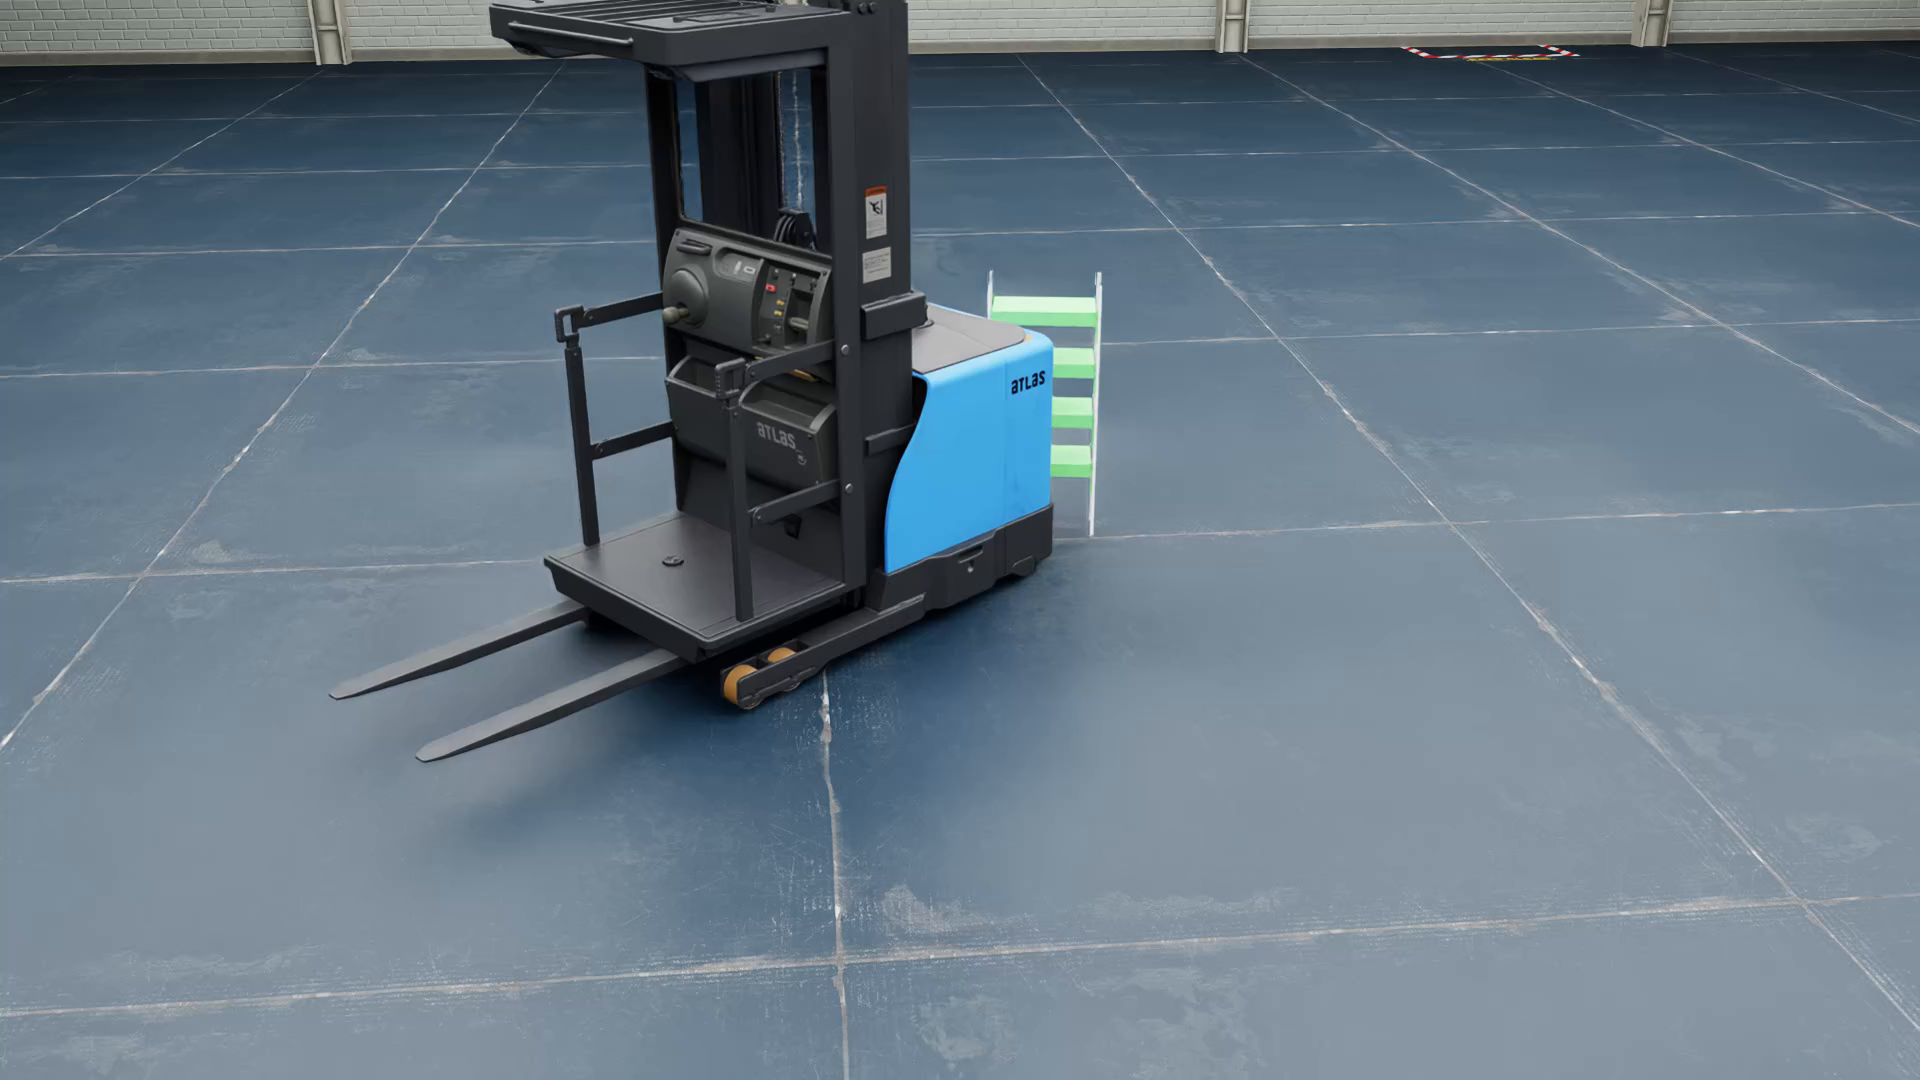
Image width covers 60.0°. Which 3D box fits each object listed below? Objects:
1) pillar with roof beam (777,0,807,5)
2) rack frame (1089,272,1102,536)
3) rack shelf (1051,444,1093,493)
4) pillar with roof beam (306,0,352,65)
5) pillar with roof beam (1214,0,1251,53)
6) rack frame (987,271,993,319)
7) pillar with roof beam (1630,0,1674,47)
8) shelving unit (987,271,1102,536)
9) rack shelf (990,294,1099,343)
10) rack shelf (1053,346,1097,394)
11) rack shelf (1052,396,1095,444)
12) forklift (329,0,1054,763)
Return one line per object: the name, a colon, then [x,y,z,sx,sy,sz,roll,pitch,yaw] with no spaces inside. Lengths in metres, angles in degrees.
pillar with roof beam: [-1.818,-8.874,16.635,0.400,9.000,9.100,-2,24,-5]
rack frame: [0.623,-0.615,7.656,0.015,1.200,0.240,1,24,3]
rack shelf: [0.379,-0.343,7.792,0.480,0.148,0.258,1,24,3]
pillar with roof beam: [-7.789,-8.634,16.096,0.400,9.000,9.100,-2,24,-5]
pillar with roof beam: [4.153,-9.113,17.174,0.400,9.000,9.100,-2,24,-5]
rack frame: [0.136,-0.626,7.681,0.015,1.200,0.240,1,24,3]
pillar with roof beam: [10.124,-9.353,17.713,0.400,9.000,9.100,-2,24,-5]
shelving unit: [0.379,-0.620,7.668,0.503,1.200,0.258,1,24,3]
rack shelf: [0.379,-1.001,7.499,0.480,0.148,0.258,1,24,3]
rack shelf: [0.379,-0.781,7.597,0.480,0.148,0.258,1,24,3]
rack shelf: [0.379,-0.562,7.694,0.480,0.148,0.258,1,24,3]
forklift: [-0.973,-0.932,6.239,1.130,2.935,3.031,22,32,40]
